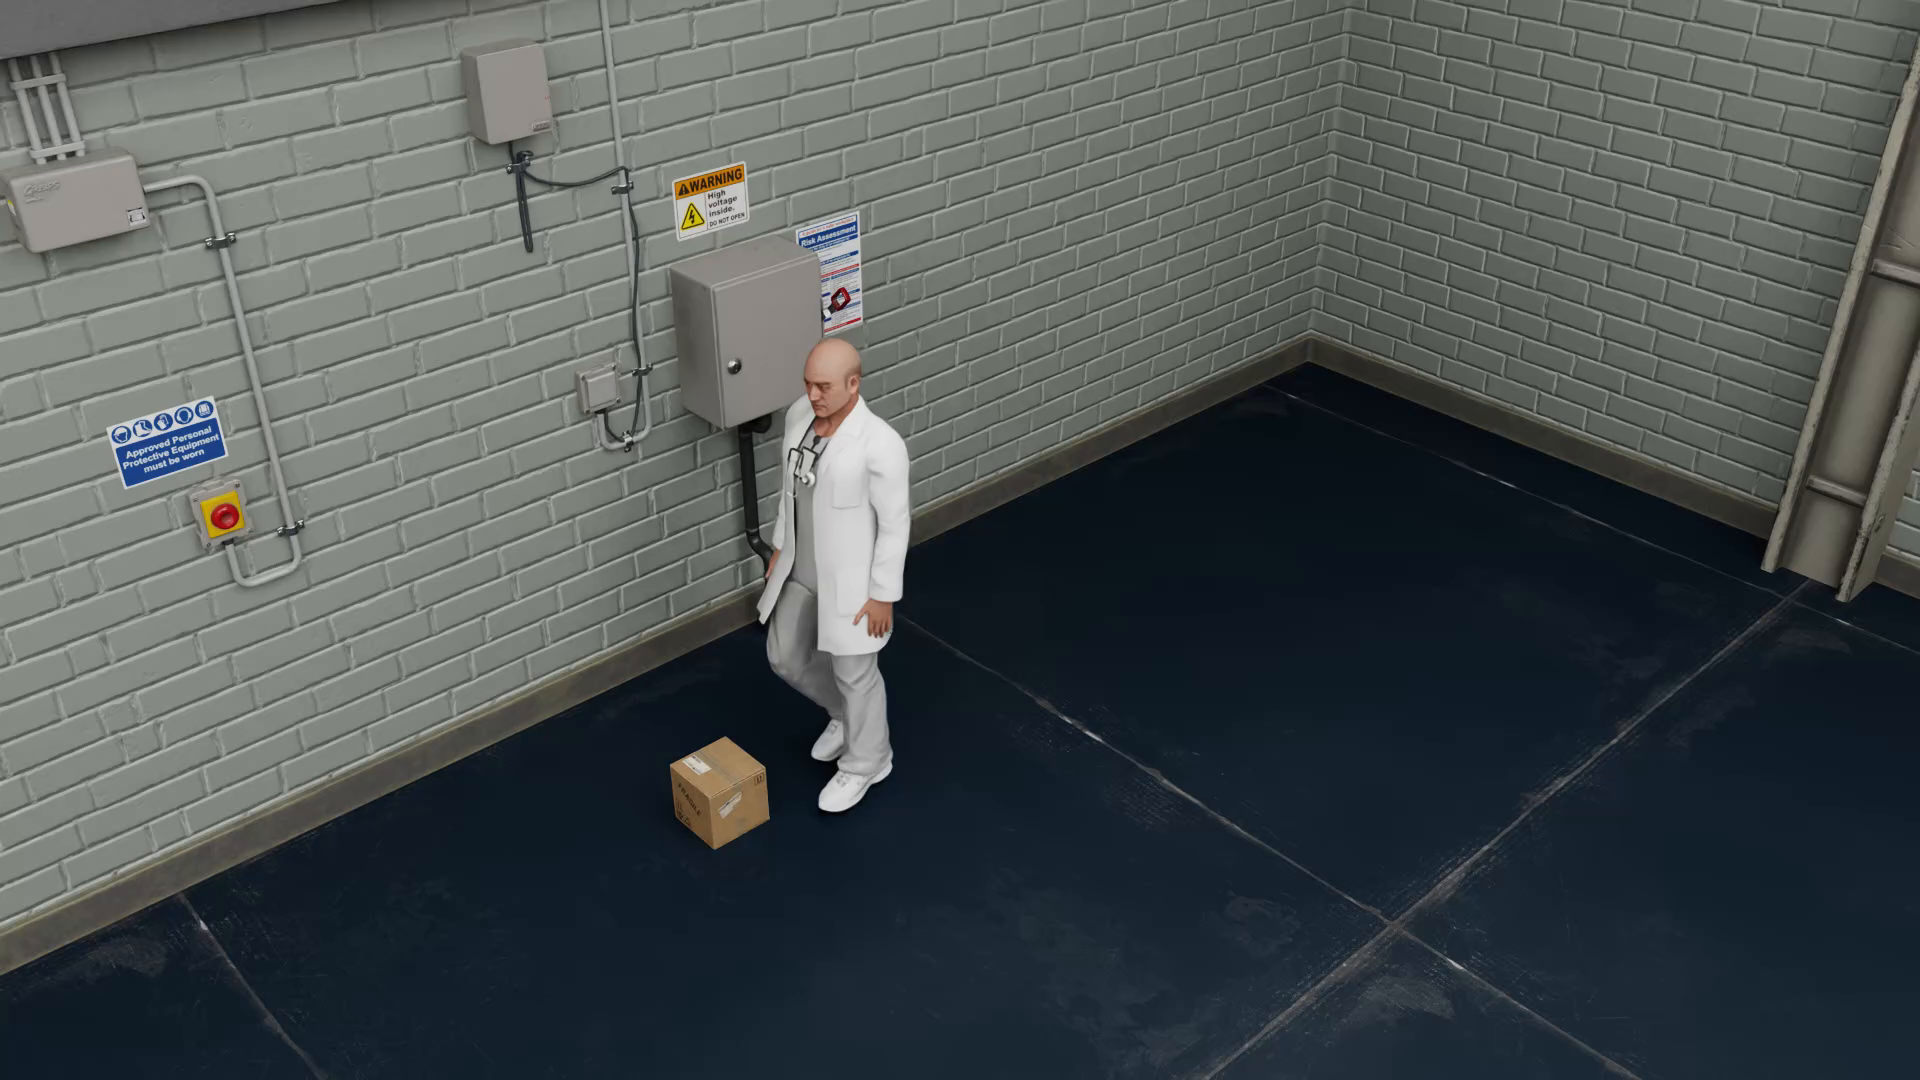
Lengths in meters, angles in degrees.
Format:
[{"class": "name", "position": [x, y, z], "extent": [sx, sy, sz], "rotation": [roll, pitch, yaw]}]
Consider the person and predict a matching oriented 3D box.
[{"class": "person", "position": [-0.432, 0.117, 5.925], "extent": [0.606, 1.786, 0.518], "rotation": [26, 40, 35]}]
